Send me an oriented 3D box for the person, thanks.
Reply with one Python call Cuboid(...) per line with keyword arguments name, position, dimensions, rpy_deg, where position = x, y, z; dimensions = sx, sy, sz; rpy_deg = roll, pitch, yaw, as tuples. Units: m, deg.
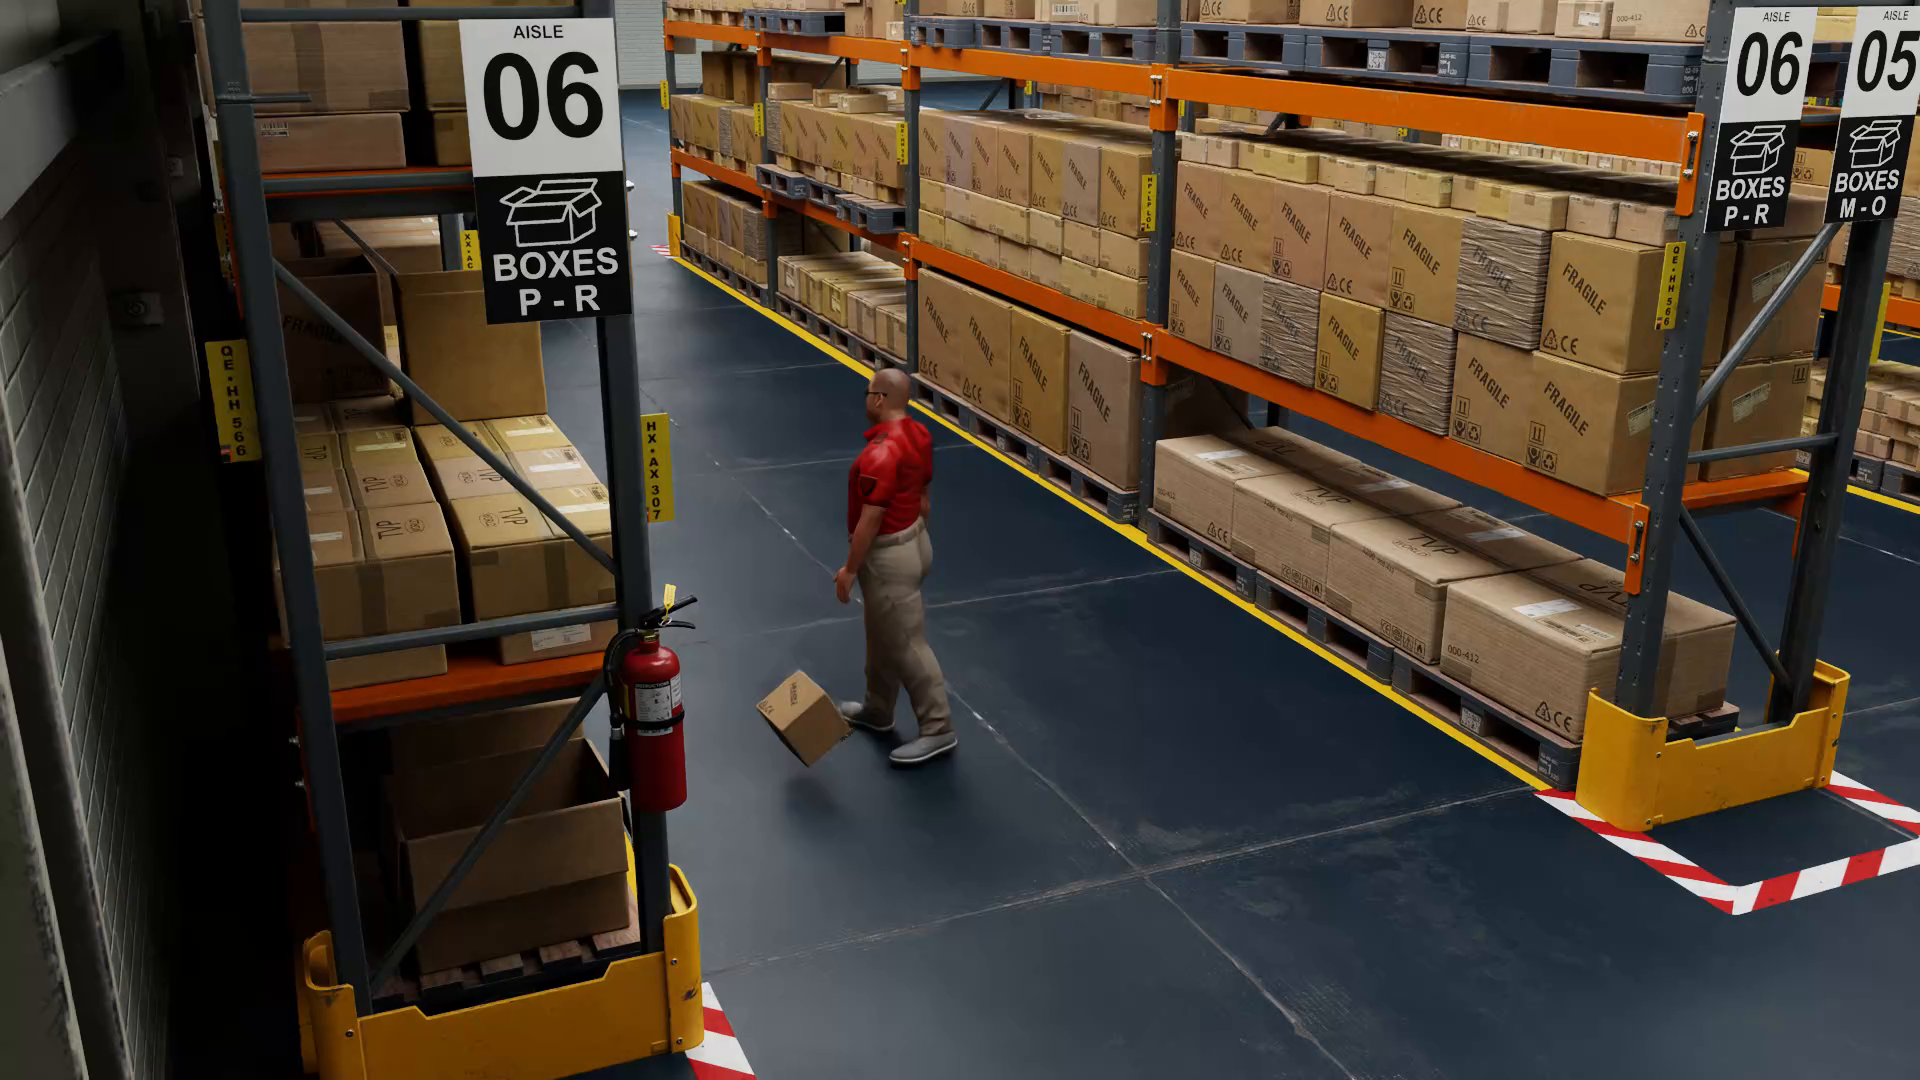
Cuboid(name="person", position=(-0.297, 0.085, 7.338), dimensions=(0.661, 1.720, 0.640), rpy_deg=(6, 20, 16))
